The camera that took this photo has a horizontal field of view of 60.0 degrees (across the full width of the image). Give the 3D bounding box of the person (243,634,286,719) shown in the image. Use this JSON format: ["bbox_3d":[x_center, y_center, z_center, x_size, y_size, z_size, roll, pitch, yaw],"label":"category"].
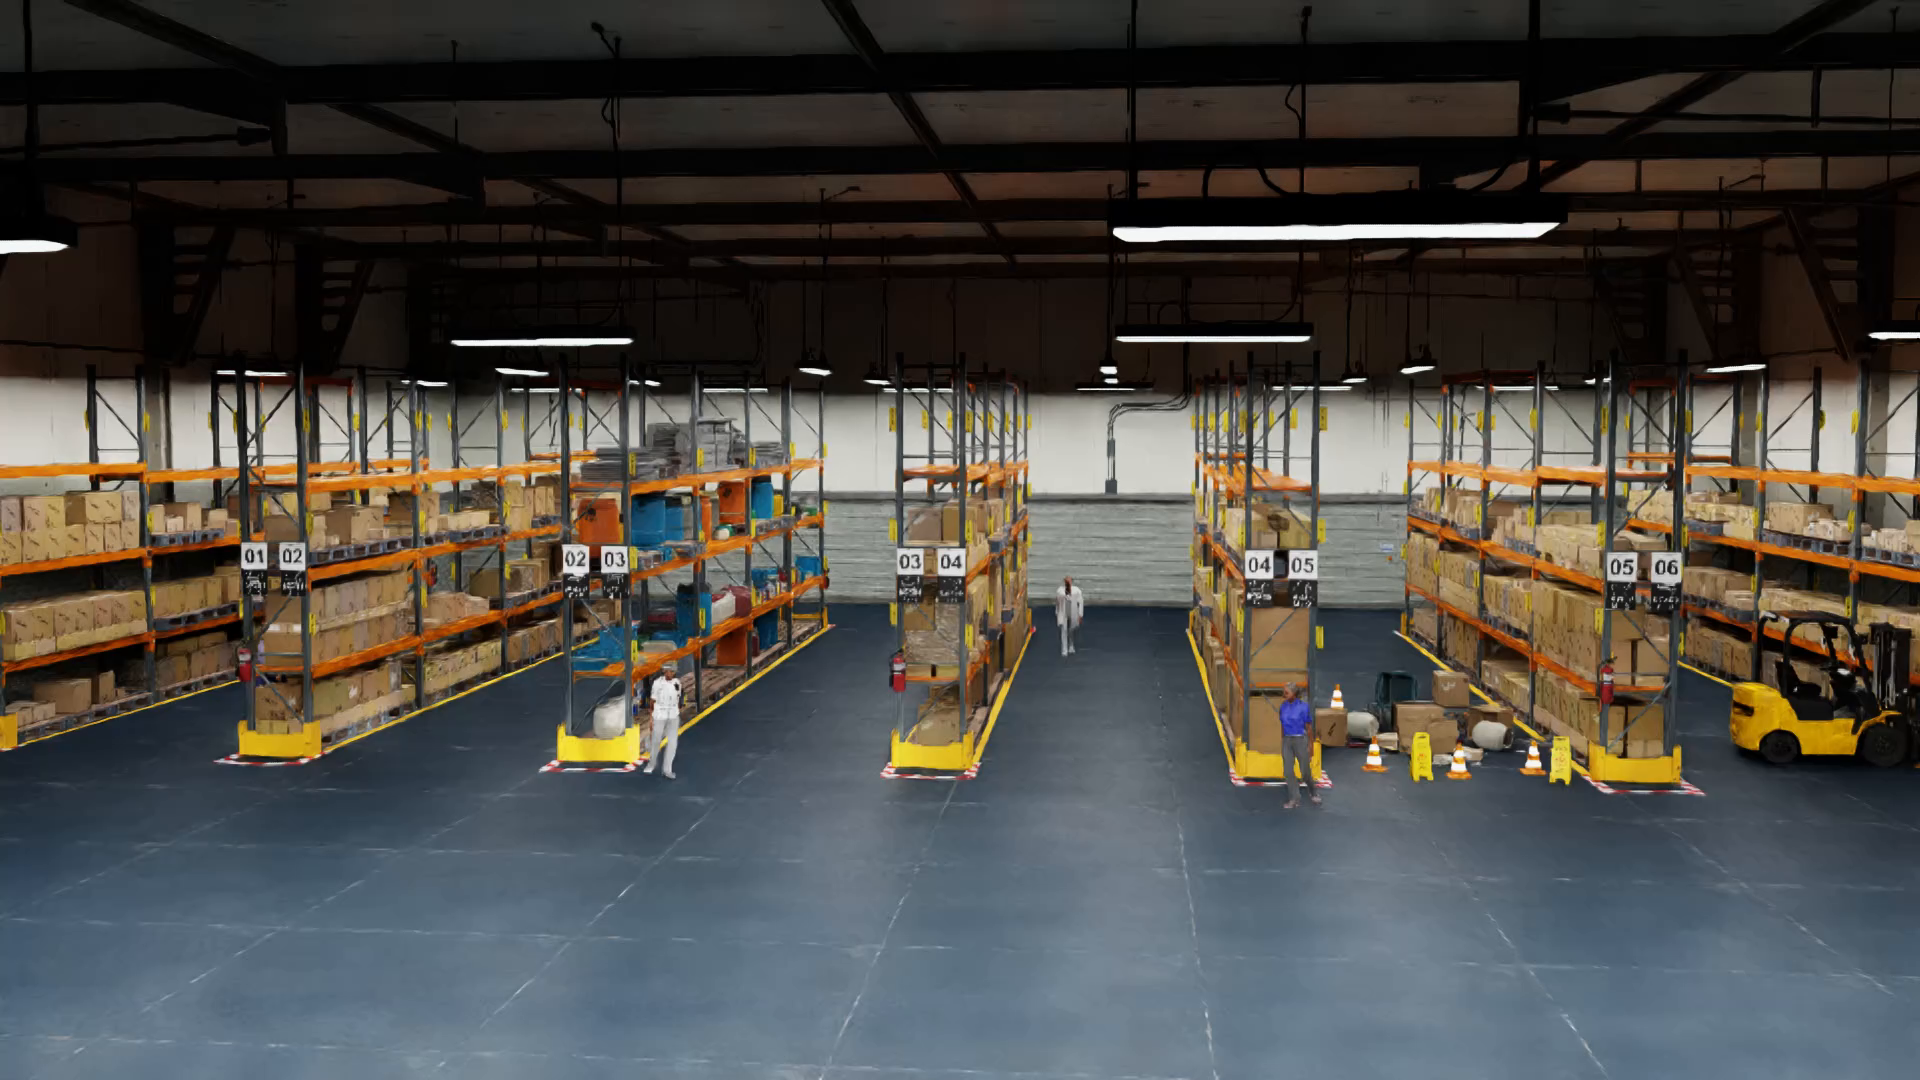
[{"bbox_3d":[-11.593,2.216,27.982,0.481,1.565,1.084,1,4,8],"label":"person"}]

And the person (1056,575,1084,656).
[{"bbox_3d":[2.345,1.607,35.614,0.604,1.725,1.105,0,4,4],"label":"person"}]

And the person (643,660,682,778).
[{"bbox_3d":[-4.209,2.507,23.508,0.512,1.663,0.547,-2,5,-31],"label":"person"}]

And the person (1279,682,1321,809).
[{"bbox_3d":[4.430,2.650,21.619,0.519,1.647,0.523,4,6,43],"label":"person"}]
